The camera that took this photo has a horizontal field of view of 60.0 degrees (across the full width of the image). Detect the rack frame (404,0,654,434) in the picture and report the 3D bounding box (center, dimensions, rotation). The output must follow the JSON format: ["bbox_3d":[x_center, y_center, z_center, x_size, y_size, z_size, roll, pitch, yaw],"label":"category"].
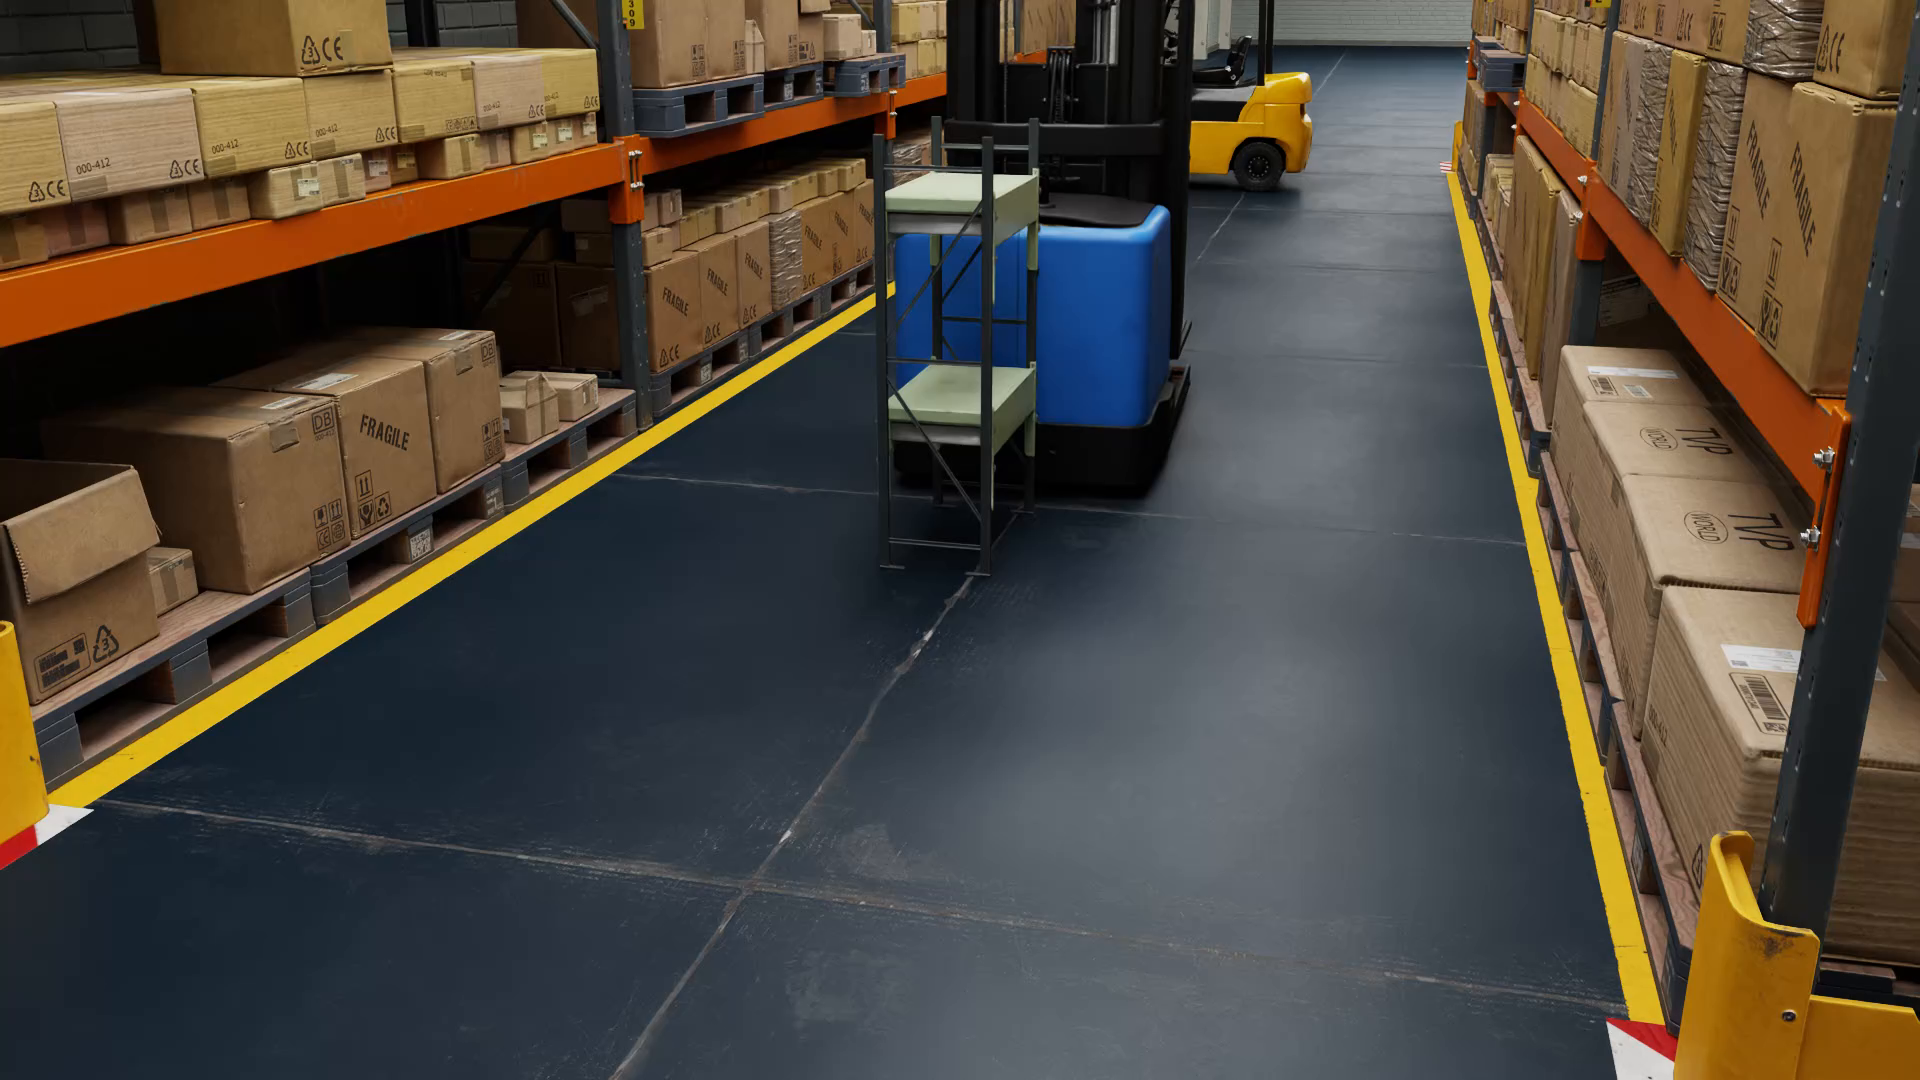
[{"bbox_3d":[-1.924,-1.966,7.303,1.000,3.000,0.127,5,19,13],"label":"rack frame"}]

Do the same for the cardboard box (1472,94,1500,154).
[{"bbox_3d":[4.852,-3.701,14.827,0.500,0.500,0.500,5,19,14],"label":"cardboard box"}]

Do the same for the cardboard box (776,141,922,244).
[{"bbox_3d":[-0.781,-2.489,11.859,0.875,0.625,0.625,5,20,15],"label":"cardboard box"}]

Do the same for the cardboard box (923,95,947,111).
[{"bbox_3d":[-0.036,-4.014,15.355,0.500,0.250,0.500,5,20,14],"label":"cardboard box"}]

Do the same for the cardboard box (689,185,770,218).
[{"bbox_3d":[-1.282,-1.881,9.269,0.380,0.149,0.250,5,19,14],"label":"cardboard box"}]

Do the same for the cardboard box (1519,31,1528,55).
[{"bbox_3d":[3.715,-3.120,10.420,0.380,0.149,0.250,5,19,14],"label":"cardboard box"}]

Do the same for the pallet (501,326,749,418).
[{"bbox_3d":[-1.762,-0.904,8.509,1.003,0.211,1.213,5,19,13],"label":"pallet"}]

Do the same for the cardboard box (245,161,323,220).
[{"bbox_3d":[-2.192,-1.075,5.082,0.380,0.149,0.250,4,19,12],"label":"cardboard box"}]

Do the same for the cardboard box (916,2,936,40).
[{"bbox_3d":[-0.478,-3.662,11.727,0.500,0.250,0.500,5,20,15],"label":"cardboard box"}]

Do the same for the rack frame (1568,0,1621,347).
[{"bbox_3d":[2.890,-1.575,6.159,1.000,3.000,0.127,5,19,13],"label":"rack frame"}]

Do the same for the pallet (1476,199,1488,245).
[{"bbox_3d":[4.656,-2.519,13.236,1.003,0.211,1.213,5,19,13],"label":"pallet"}]

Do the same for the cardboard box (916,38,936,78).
[{"bbox_3d":[-0.473,-3.426,11.809,0.500,0.250,0.500,4,19,12],"label":"cardboard box"}]

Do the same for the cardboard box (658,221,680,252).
[{"bbox_3d":[-1.585,-1.473,8.074,0.380,0.149,0.250,4,19,12],"label":"cardboard box"}]

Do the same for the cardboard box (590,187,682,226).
[{"bbox_3d":[-1.561,-1.606,8.003,0.380,0.149,0.250,4,19,11],"label":"cardboard box"}]

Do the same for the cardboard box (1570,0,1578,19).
[{"bbox_3d":[3.018,-2.576,7.386,0.500,0.500,0.500,5,20,15],"label":"cardboard box"}]

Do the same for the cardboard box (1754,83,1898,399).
[{"bbox_3d":[1.774,-0.541,2.976,0.500,0.500,0.500,5,19,14],"label":"cardboard box"}]

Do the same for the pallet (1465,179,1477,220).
[{"bbox_3d":[4.975,-2.976,14.575,1.003,0.211,1.213,5,19,13],"label":"pallet"}]

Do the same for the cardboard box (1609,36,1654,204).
[{"bbox_3d":[2.395,-1.339,5.312,0.500,0.500,0.500,5,19,14],"label":"cardboard box"}]

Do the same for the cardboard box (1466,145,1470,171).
[{"bbox_3d":[4.978,-3.513,15.438,0.500,0.250,0.500,5,19,14],"label":"cardboard box"}]

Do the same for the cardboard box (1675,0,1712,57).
[{"bbox_3d":[2.148,-1.490,4.208,0.500,0.500,0.500,5,19,13],"label":"cardboard box"}]

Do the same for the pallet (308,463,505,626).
[{"bbox_3d":[-2.389,-0.048,6.001,1.003,0.211,1.213,5,19,13],"label":"pallet"}]

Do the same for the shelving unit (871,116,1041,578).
[{"bbox_3d":[0.002,-0.712,5.951,0.431,1.500,0.755,5,19,13],"label":"shelving unit"}]

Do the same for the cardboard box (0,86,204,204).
[{"bbox_3d":[-2.406,-1.061,4.425,0.500,0.250,0.500,5,19,14],"label":"cardboard box"}]

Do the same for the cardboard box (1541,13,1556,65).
[{"bbox_3d":[3.243,-2.538,8.436,0.500,0.250,0.500,5,19,13],"label":"cardboard box"}]

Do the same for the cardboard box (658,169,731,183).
[{"bbox_3d":[-1.607,-2.160,10.086,0.380,0.149,0.250,4,19,11],"label":"cardboard box"}]

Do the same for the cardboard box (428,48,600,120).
[{"bbox_3d":[-1.812,-1.857,6.755,0.500,0.250,0.500,5,20,15],"label":"cardboard box"}]

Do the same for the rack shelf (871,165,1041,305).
[{"bbox_3d":[0.002,-1.081,5.825,0.431,0.370,0.720,5,19,13],"label":"rack shelf"}]

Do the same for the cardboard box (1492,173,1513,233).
[{"bbox_3d":[4.379,-2.430,12.076,0.950,0.372,0.625,5,20,15],"label":"cardboard box"}]

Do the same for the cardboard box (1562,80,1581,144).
[{"bbox_3d":[2.881,-1.824,7.120,0.500,0.250,0.500,4,19,13],"label":"cardboard box"}]

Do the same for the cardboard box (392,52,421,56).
[{"bbox_3d":[-2.422,-1.744,6.425,0.500,0.250,0.500,4,19,13],"label":"cardboard box"}]

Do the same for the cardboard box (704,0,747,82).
[{"bbox_3d":[-1.462,-2.508,8.086,0.700,0.500,0.500,5,19,14],"label":"cardboard box"}]

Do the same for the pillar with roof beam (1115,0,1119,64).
[{"bbox_3d":[7.070,-11.840,26.931,9.100,9.000,0.400,5,19,13],"label":"pillar with roof beam"}]

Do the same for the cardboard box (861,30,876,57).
[{"bbox_3d":[-0.735,-3.063,10.255,0.380,0.149,0.250,5,19,14],"label":"cardboard box"}]

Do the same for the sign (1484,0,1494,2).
[{"bbox_3d":[4.317,-4.533,13.478,0.100,0.325,0.005,5,19,13],"label":"sign"}]

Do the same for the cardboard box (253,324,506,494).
[{"bbox_3d":[-2.160,-0.503,6.236,0.700,0.500,0.500,4,19,11],"label":"cardboard box"}]

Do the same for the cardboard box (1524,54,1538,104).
[{"bbox_3d":[3.504,-2.624,9.463,0.500,0.250,0.500,4,19,12],"label":"cardboard box"}]

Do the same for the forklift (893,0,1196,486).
[{"bbox_3d":[0.531,-2.039,7.624,1.130,2.935,3.031,4,19,11],"label":"forklift"}]

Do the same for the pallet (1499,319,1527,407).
[{"bbox_3d":[3.302,-0.887,8.458,1.003,0.211,1.213,5,19,13],"label":"pallet"}]

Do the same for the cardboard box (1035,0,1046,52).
[{"bbox_3d":[0.504,-4.804,15.457,0.500,0.500,0.500,5,19,14],"label":"cardboard box"}]

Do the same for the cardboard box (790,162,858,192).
[{"bbox_3d":[-0.858,-2.280,10.435,0.380,0.149,0.250,4,19,11],"label":"cardboard box"}]

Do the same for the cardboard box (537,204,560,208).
[{"bbox_3d":[-1.966,-1.669,8.647,0.380,0.149,0.250,4,19,11],"label":"cardboard box"}]

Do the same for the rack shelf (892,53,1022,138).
[{"bbox_3d":[-0.458,-3.506,12.925,1.077,0.370,4.000,5,19,13],"label":"rack shelf"}]

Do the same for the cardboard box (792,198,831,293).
[{"bbox_3d":[-1.099,-1.766,9.934,0.500,0.500,0.500,6,20,16],"label":"cardboard box"}]

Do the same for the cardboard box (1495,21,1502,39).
[{"bbox_3d":[4.334,-3.937,12.811,0.380,0.149,0.250,5,20,14],"label":"cardboard box"}]

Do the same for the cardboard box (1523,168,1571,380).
[{"bbox_3d":[3.177,-1.253,7.852,0.875,0.875,0.875,5,20,15],"label":"cardboard box"}]

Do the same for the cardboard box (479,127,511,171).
[{"bbox_3d":[-1.930,-1.481,6.270,0.380,0.149,0.250,5,20,15],"label":"cardboard box"}]

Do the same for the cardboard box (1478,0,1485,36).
[{"bbox_3d":[5.075,-4.916,15.323,0.500,0.500,0.500,4,19,12],"label":"cardboard box"}]

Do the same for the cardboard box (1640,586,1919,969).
[{"bbox_3d":[1.977,0.477,3.463,0.875,0.438,0.875,4,19,12],"label":"cardboard box"}]

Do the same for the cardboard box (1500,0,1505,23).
[{"bbox_3d":[4.081,-3.872,11.620,0.500,0.500,0.500,4,19,11],"label":"cardboard box"}]

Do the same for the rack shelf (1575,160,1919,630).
[{"bbox_3d":[2.402,-0.608,4.440,1.077,0.370,4.000,5,19,13],"label":"rack shelf"}]
